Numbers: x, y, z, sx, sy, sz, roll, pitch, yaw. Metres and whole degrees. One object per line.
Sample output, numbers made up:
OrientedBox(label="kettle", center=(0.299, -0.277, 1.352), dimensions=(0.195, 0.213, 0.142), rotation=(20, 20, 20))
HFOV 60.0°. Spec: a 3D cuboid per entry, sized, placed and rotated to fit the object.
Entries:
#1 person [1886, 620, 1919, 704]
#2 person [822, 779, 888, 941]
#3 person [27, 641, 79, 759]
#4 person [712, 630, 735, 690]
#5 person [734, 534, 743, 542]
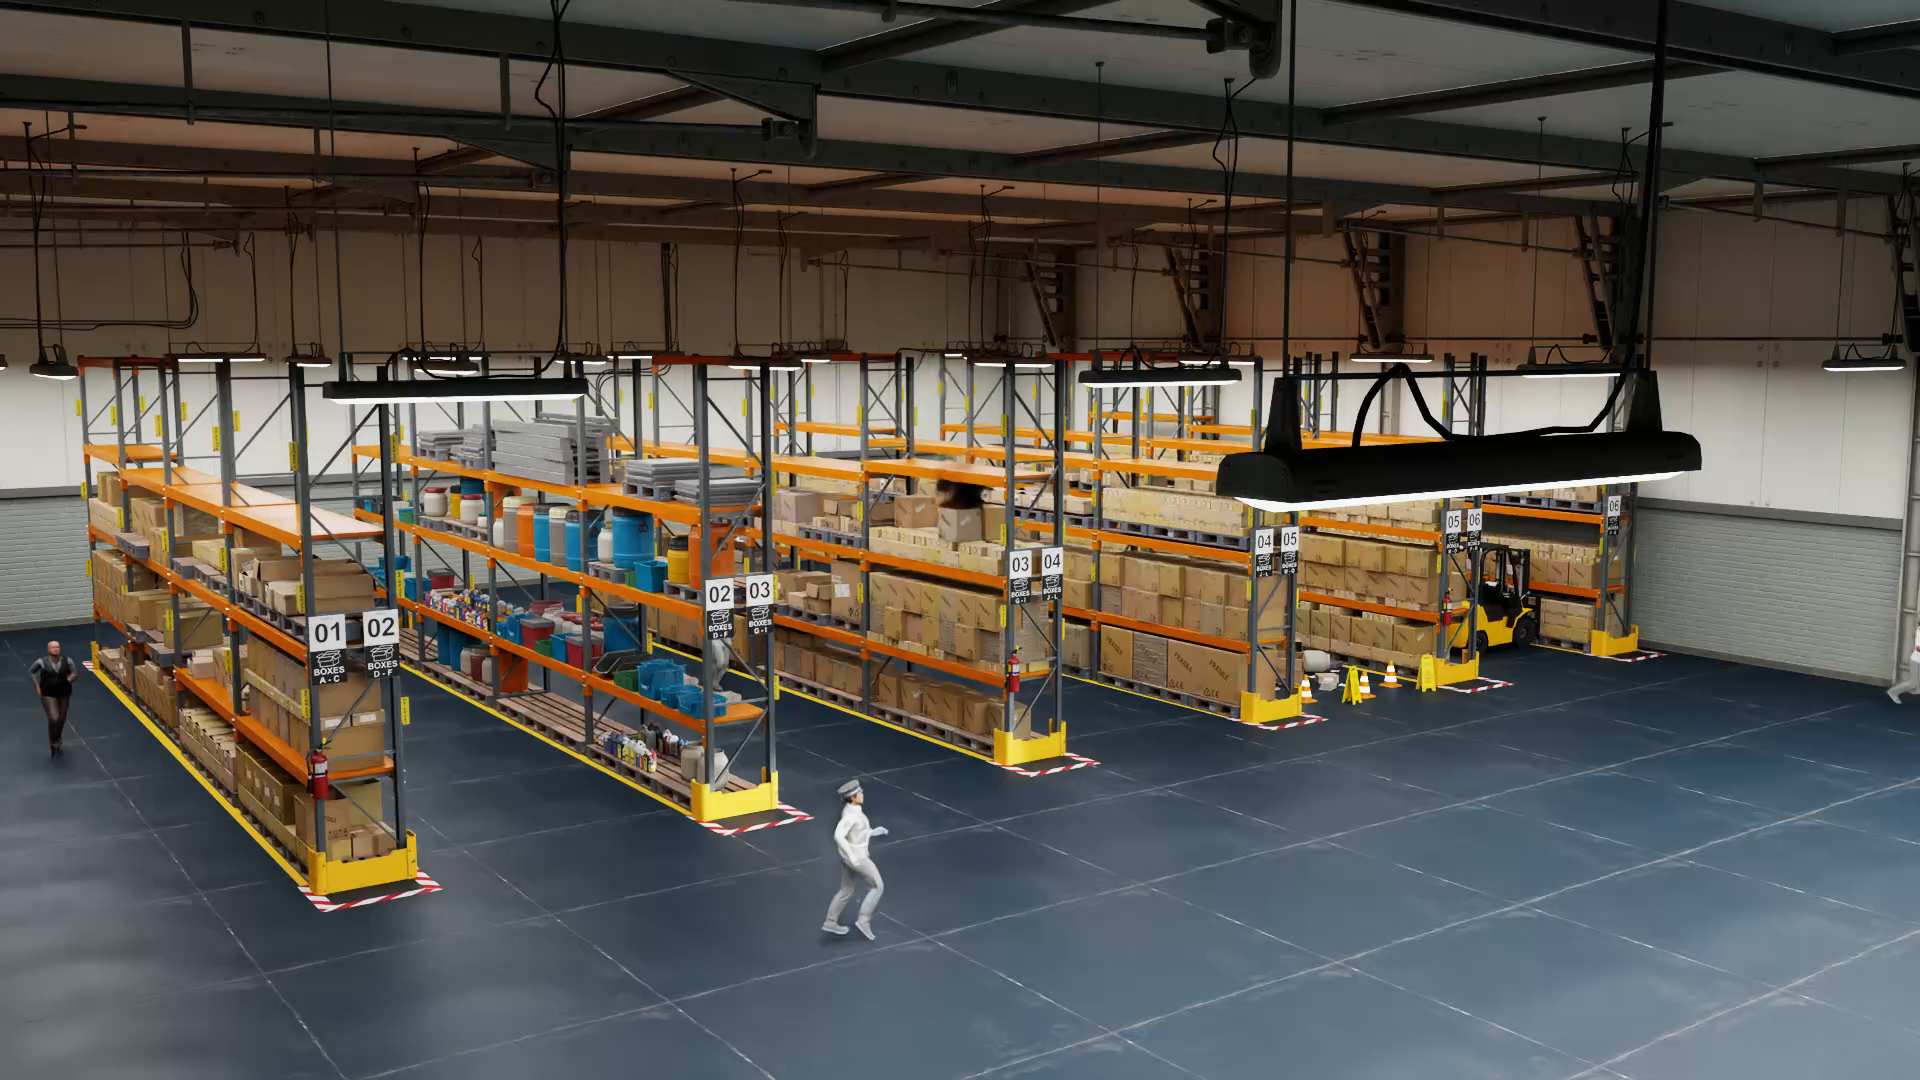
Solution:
OrientedBox(label="person", center=(16.277, 2.106, 28.250), dimensions=(0.566, 1.737, 0.910), rotation=(-6, 9, -41))
OrientedBox(label="person", center=(-1.101, 3.380, 17.540), dimensions=(0.713, 1.725, 0.579), rotation=(-2, 7, -17))
OrientedBox(label="person", center=(-13.770, 2.420, 25.344), dimensions=(0.779, 1.784, 0.638), rotation=(6, 9, 43))
OrientedBox(label="person", center=(-4.291, 1.908, 29.906), dimensions=(0.604, 1.612, 0.595), rotation=(-7, 9, -43))
OrientedBox(label="person", center=(-5.668, 0.557, 40.857), dimensions=(0.738, 1.703, 0.776), rotation=(-7, 10, -44))
